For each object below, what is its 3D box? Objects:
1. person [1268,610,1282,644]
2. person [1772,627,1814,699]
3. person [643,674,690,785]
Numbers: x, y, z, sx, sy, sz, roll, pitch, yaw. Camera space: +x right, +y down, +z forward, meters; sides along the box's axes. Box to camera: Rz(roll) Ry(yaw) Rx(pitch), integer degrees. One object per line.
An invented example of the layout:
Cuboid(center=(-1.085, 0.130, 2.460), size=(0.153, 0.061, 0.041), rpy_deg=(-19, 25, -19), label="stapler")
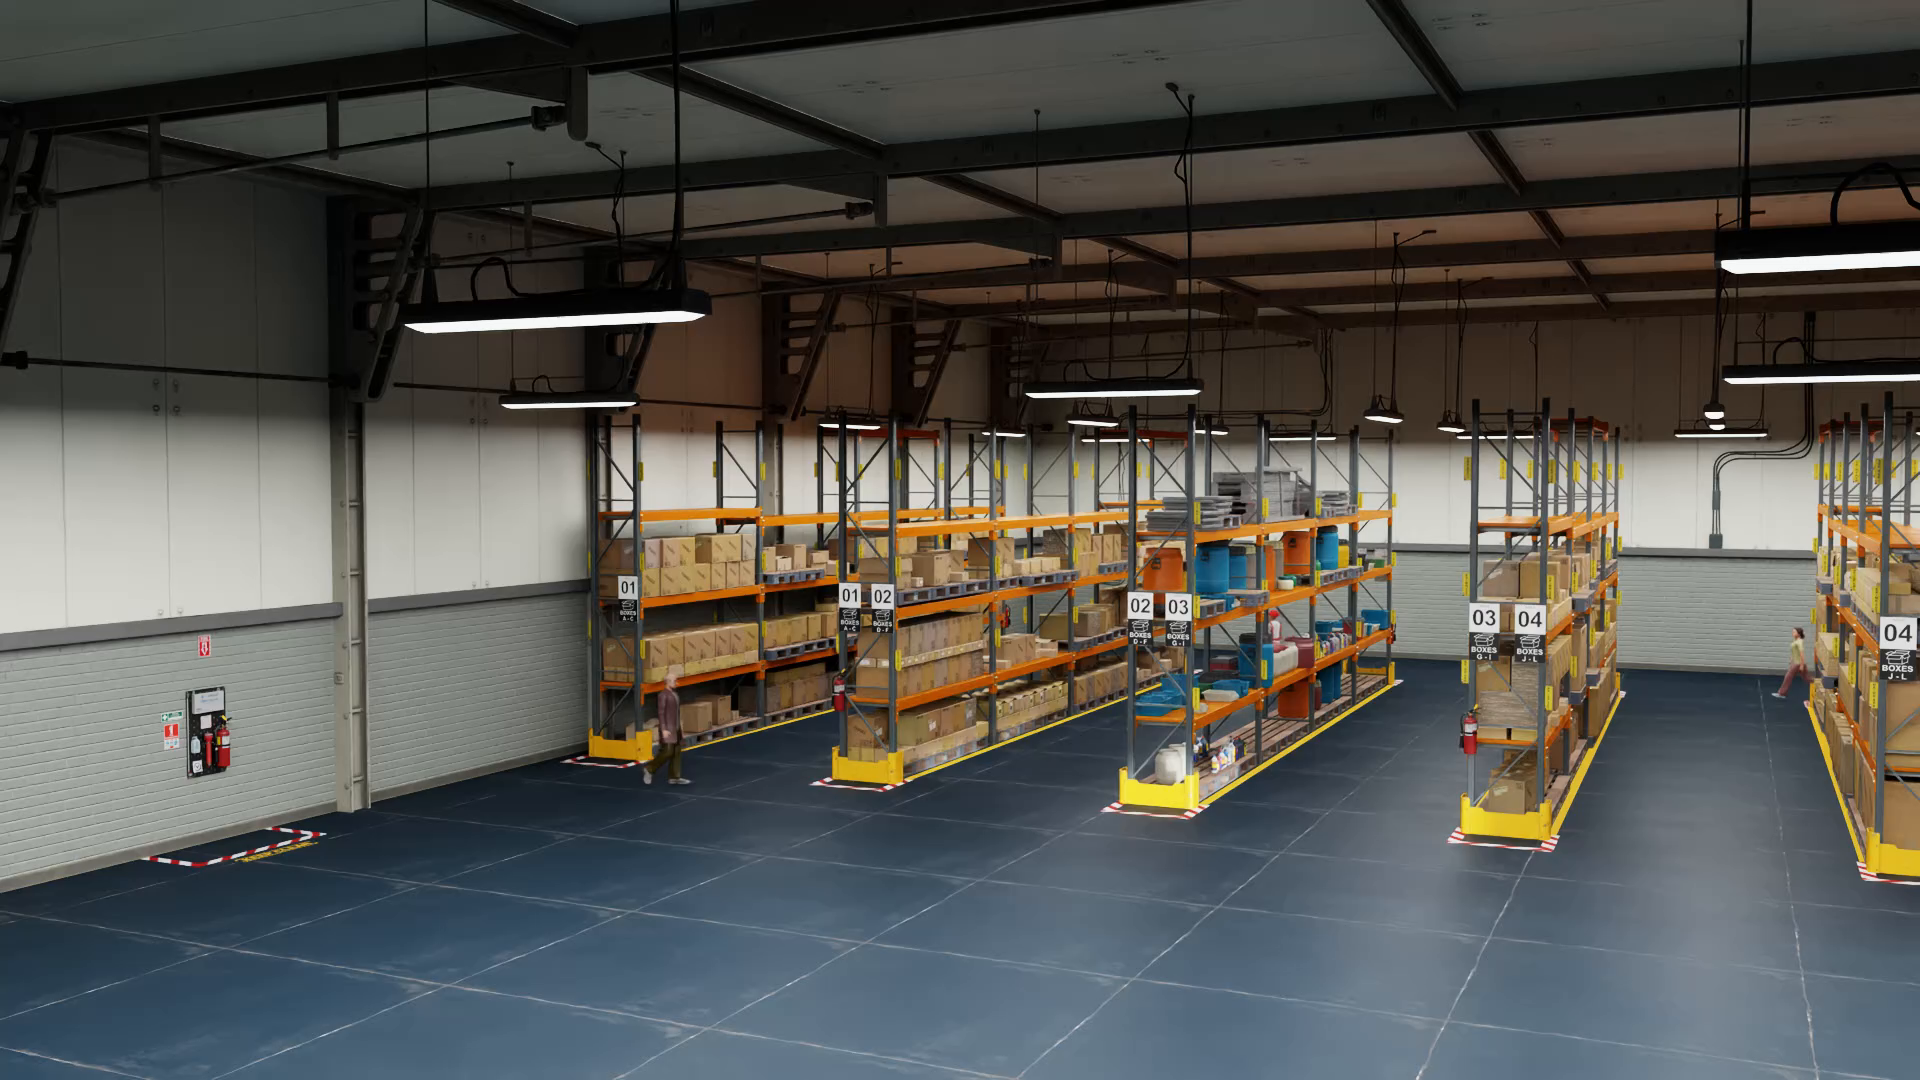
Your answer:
Cuboid(center=(7.389, 2.515, 39.239), size=(0.498, 1.750, 1.073), rpy_deg=(-1, 2, -17), label="person")
Cuboid(center=(18.387, 2.700, 36.410), size=(1.067, 1.611, 0.452), rpy_deg=(1, 3, 23), label="person")
Cuboid(center=(-4.670, 3.014, 26.523), size=(0.720, 1.774, 0.607), rpy_deg=(1, 2, 13), label="person")
